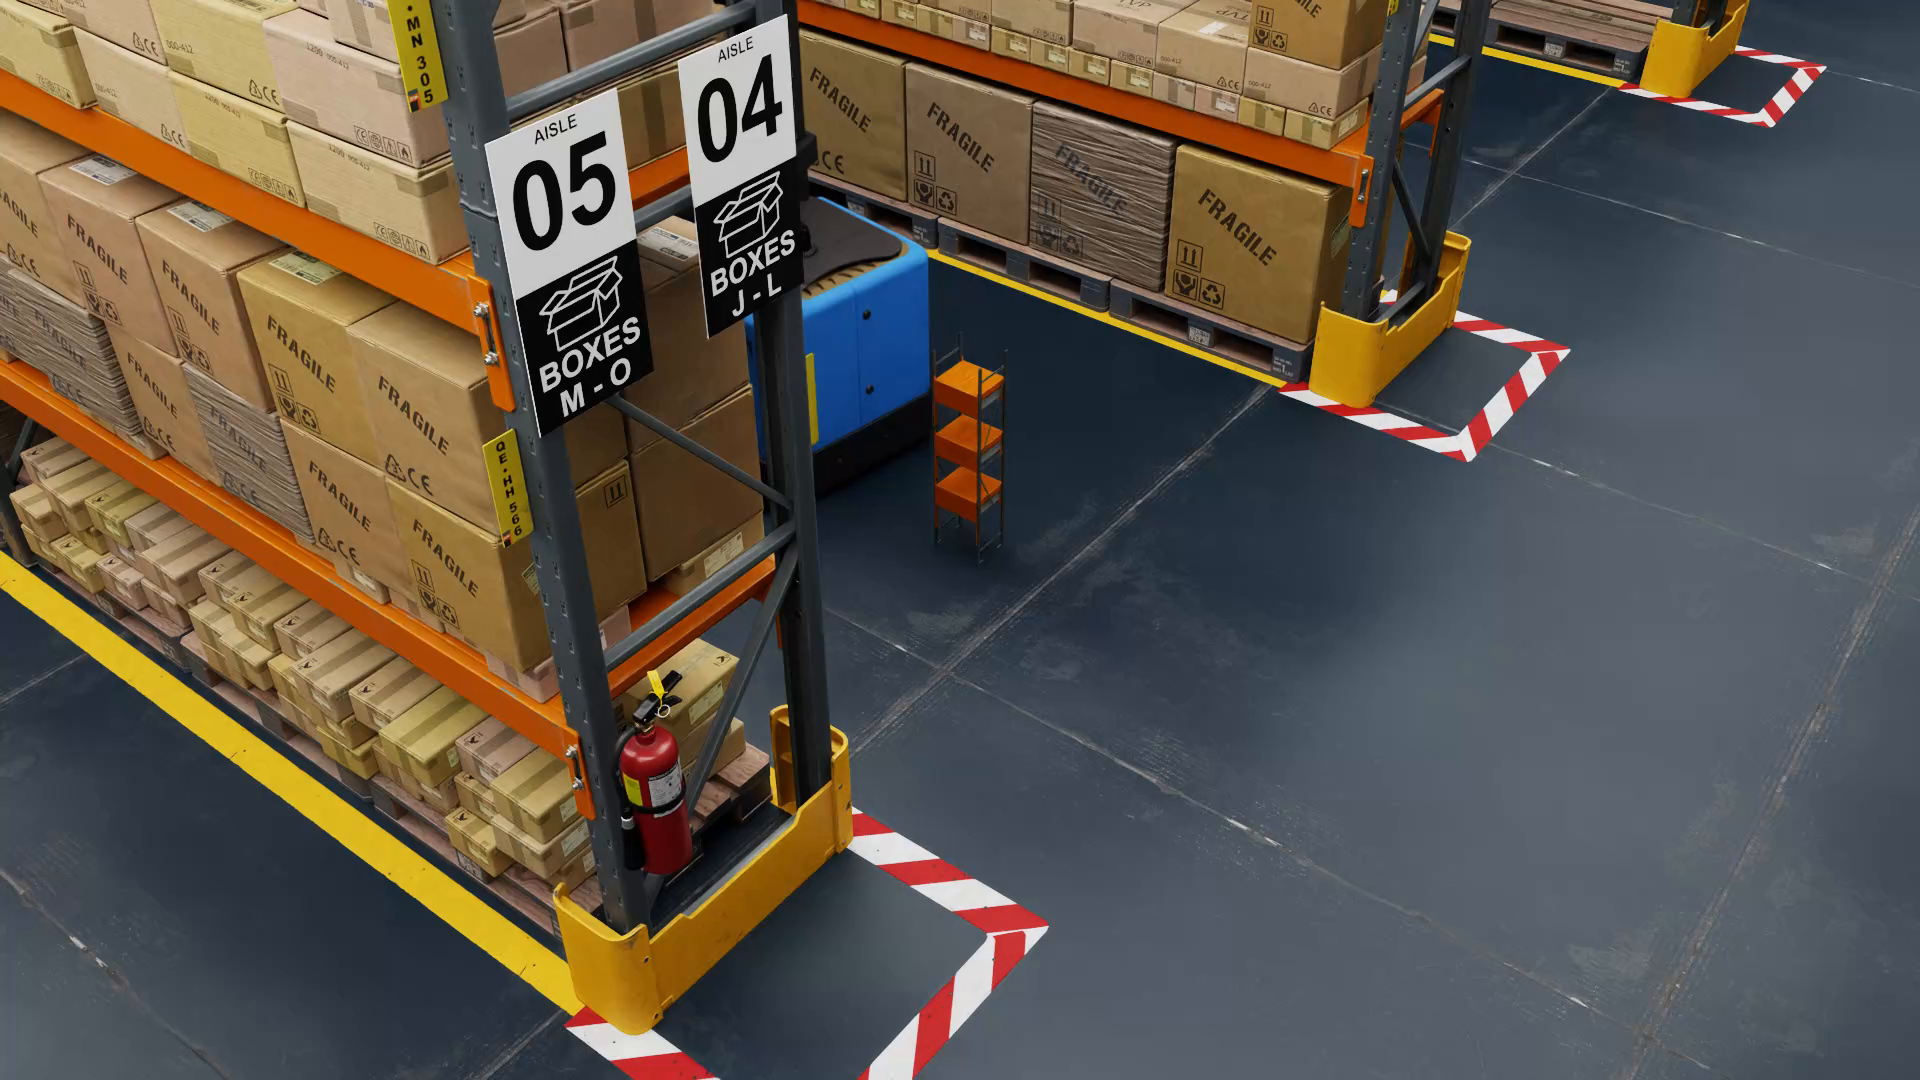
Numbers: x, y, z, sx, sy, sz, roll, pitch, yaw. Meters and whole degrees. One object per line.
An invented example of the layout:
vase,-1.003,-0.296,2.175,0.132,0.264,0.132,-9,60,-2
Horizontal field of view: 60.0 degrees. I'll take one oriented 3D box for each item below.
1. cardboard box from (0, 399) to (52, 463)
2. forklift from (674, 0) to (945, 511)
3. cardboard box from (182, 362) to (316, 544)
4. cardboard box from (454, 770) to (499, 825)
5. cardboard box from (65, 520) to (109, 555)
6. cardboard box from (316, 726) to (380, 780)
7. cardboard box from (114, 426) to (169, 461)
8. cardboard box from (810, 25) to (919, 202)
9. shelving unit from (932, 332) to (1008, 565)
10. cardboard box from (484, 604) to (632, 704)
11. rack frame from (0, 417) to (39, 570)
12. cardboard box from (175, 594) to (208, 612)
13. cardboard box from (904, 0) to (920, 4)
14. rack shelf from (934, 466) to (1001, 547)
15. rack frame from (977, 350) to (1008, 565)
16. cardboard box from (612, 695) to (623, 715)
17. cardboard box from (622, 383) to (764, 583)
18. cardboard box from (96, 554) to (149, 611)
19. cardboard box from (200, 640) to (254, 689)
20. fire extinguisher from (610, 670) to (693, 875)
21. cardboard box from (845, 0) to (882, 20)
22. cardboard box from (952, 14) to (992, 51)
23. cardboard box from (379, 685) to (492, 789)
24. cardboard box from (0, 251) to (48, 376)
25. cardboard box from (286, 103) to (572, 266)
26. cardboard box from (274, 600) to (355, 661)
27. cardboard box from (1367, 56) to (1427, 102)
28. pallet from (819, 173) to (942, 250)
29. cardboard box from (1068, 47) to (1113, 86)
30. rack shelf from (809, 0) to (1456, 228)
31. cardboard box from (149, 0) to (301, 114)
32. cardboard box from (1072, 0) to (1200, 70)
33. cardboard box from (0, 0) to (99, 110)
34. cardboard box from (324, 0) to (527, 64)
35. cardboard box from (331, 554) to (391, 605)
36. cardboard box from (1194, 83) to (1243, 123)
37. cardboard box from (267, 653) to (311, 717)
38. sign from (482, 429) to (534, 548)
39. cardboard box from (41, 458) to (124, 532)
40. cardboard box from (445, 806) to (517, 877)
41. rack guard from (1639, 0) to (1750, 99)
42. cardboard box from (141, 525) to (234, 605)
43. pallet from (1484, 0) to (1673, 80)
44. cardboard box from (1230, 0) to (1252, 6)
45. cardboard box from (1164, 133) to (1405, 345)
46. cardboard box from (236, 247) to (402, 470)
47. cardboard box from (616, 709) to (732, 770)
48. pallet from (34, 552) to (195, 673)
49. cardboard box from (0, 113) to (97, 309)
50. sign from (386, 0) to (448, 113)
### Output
cardboard box,-4.728,-0.647,7.830,0.500,0.500,0.500,24,44,28
forklift,-1.465,-2.071,8.018,1.130,2.935,3.031,-31,48,-34
cardboard box,-2.137,-0.393,5.497,0.500,0.500,0.500,25,45,29
cardboard box,-1.577,0.844,5.970,0.250,0.149,0.380,24,44,28
cardboard box,-3.638,-0.129,7.212,0.250,0.149,0.380,26,45,29
cardboard box,-2.222,0.709,6.383,0.250,0.149,0.380,23,44,27
cardboard box,-2.885,-0.477,6.130,0.250,0.149,0.380,27,46,30
cardboard box,-0.418,-2.745,10.206,0.875,0.875,0.875,25,45,29
shelving unit,0.042,-0.393,7.401,0.252,1.050,0.215,25,45,29
cardboard box,-1.240,0.301,5.136,0.250,0.149,0.380,25,45,29
rack frame,-3.987,-1.312,6.993,0.127,3.000,1.000,25,45,29
cardboard box,-3.006,0.162,6.841,0.250,0.149,0.380,27,46,30
cardboard box,-0.287,-3.268,9.371,0.500,0.250,0.500,25,44,28
rack shelf,0.043,-0.166,7.579,0.240,0.259,0.215,25,45,29
rack frame,0.139,-0.348,7.342,0.008,1.050,0.200,25,45,29
cardboard box,-1.311,0.502,6.165,0.250,0.149,0.380,26,45,29
cardboard box,-0.998,-0.274,5.344,0.500,0.500,0.500,27,46,31
cardboard box,-3.452,0.106,7.153,0.250,0.149,0.380,25,44,28
cardboard box,-2.837,0.405,6.772,0.250,0.149,0.380,24,44,27
fire extinguisher,-0.890,0.684,4.809,0.183,0.674,0.296,25,45,29
cardboard box,-0.442,-3.134,9.523,0.250,0.149,0.380,27,45,30
cardboard box,0.169,-2.845,9.154,0.250,0.149,0.380,26,45,29
cardboard box,-1.832,0.678,5.940,0.250,0.149,0.380,24,44,28
cardboard box,-3.349,-0.978,6.243,0.500,0.500,0.500,25,45,29
cardboard box,-1.332,-0.977,4.253,0.500,0.250,0.500,24,44,28
cardboard box,-2.388,0.323,6.393,0.250,0.149,0.380,24,44,27
cardboard box,2.202,-2.400,8.586,0.250,0.149,0.380,26,45,29
pallet,-0.337,-2.282,10.493,1.213,0.211,1.003,25,45,29
cardboard box,0.783,-2.557,8.786,0.250,0.149,0.380,25,45,29
rack shelf,0.695,-2.671,9.311,4.000,0.370,1.077,25,45,29
cardboard box,-1.737,-1.372,4.352,0.500,0.250,0.500,24,44,27
cardboard box,0.931,-2.695,8.640,0.500,0.250,0.500,24,44,27
cardboard box,-2.561,-1.546,4.980,0.500,0.250,0.500,27,46,30
cardboard box,-1.252,-1.270,3.899,0.250,0.149,0.380,25,44,28
cardboard box,-1.840,0.019,5.496,0.250,0.149,0.380,27,45,30
cardboard box,1.394,-2.270,8.419,0.250,0.149,0.380,25,45,29
cardboard box,-2.428,0.482,6.432,0.250,0.149,0.380,28,46,31
sign,-1.163,-0.130,4.287,0.005,0.325,0.100,25,45,29
cardboard box,-3.656,-0.226,7.095,0.250,0.149,0.380,28,46,31
cardboard box,-1.620,1.001,6.010,0.250,0.149,0.380,27,45,30
rack guard,5.320,-3.643,11.998,0.348,0.500,1.175,25,45,29
cardboard box,-3.052,0.066,6.722,0.250,0.149,0.380,26,45,29
pallet,4.662,-3.860,12.509,1.213,0.211,1.003,25,45,29
cardboard box,1.650,-2.766,8.730,0.500,0.250,0.500,25,44,28
cardboard box,1.727,-1.734,8.914,0.875,0.875,0.875,25,45,29
cardboard box,-1.727,-0.604,4.954,0.500,0.500,0.500,24,44,27
cardboard box,-1.070,0.704,6.148,0.250,0.149,0.380,27,46,30
pallet,-3.432,0.020,7.553,1.213,0.211,1.003,25,45,29
cardboard box,-2.974,-1.183,5.695,0.500,0.500,0.500,26,45,29
sign,-1.163,-1.079,3.544,0.005,0.325,0.100,25,45,29
